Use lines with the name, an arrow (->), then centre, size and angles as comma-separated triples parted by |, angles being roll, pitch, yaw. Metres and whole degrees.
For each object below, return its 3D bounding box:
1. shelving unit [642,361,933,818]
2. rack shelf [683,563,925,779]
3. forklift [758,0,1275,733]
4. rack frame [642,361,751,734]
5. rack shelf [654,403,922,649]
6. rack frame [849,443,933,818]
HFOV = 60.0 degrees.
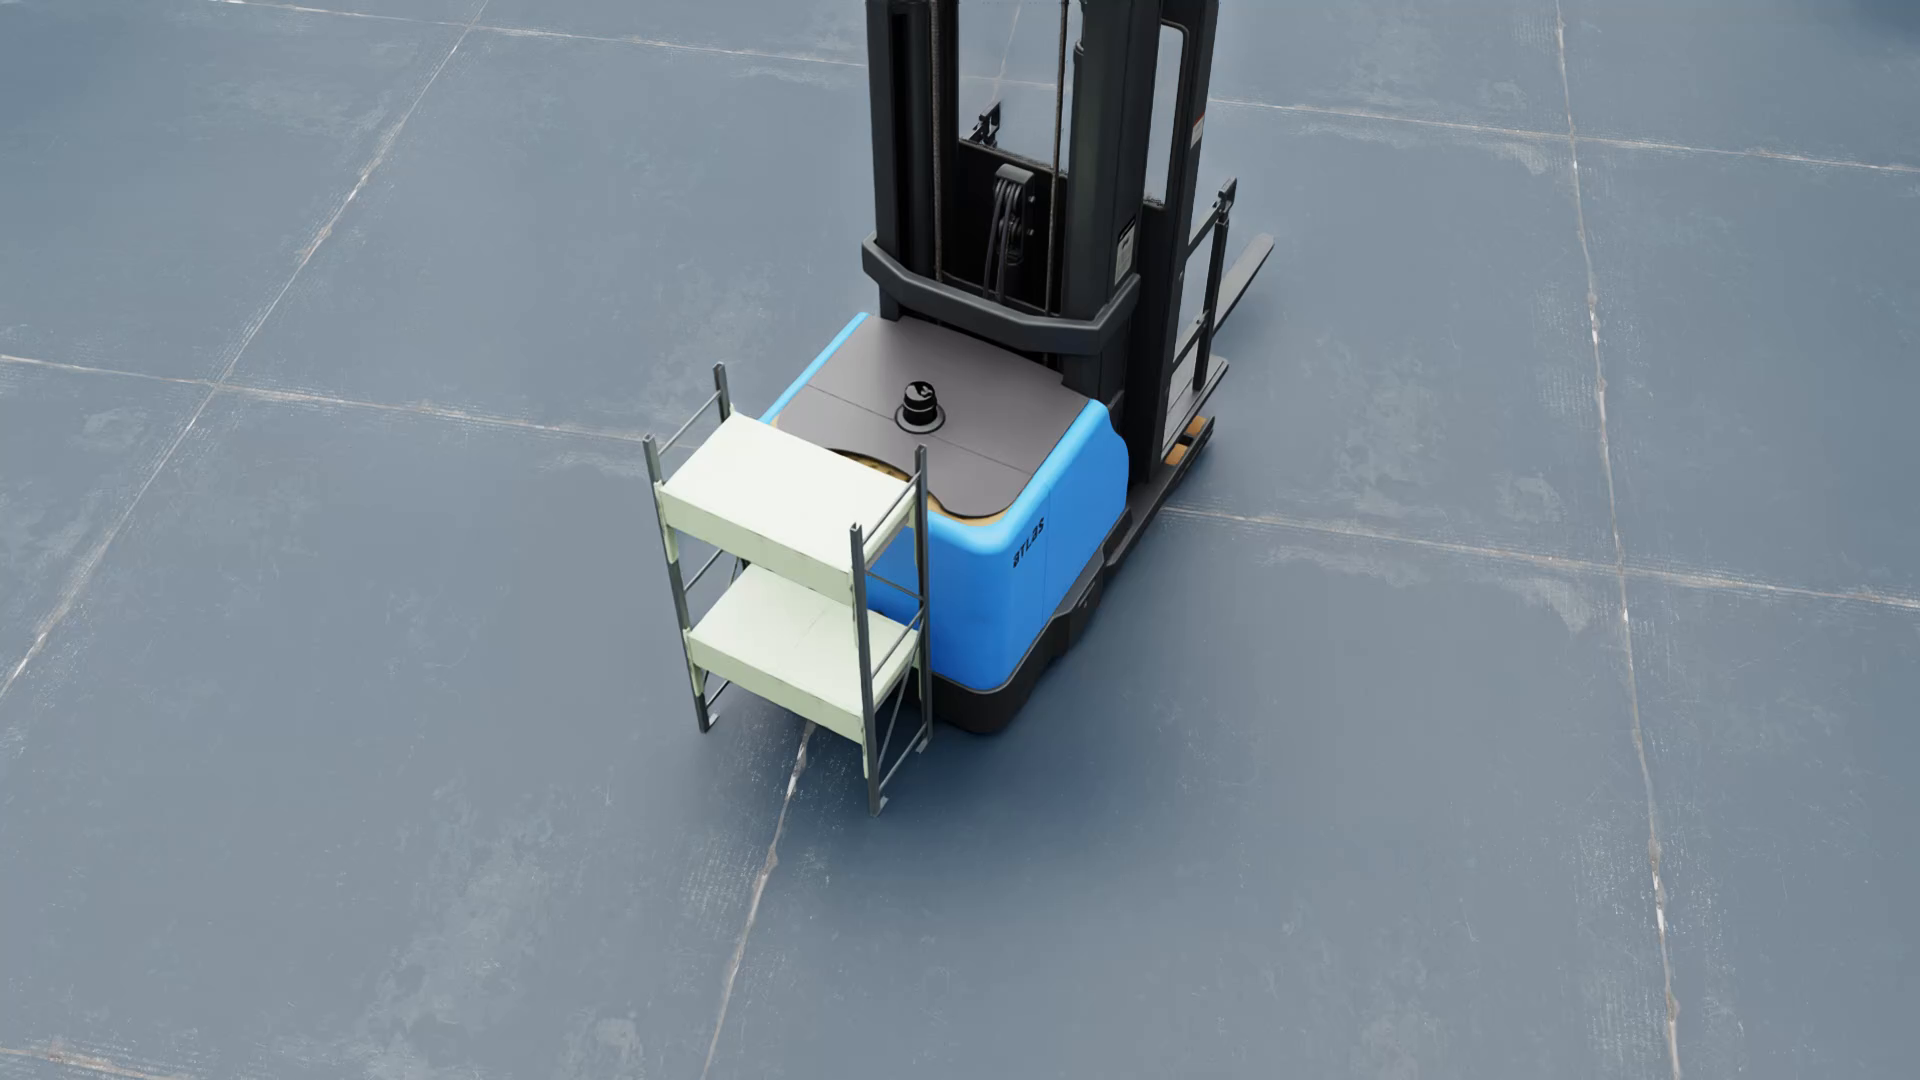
shelving unit -> -0.526, 0.209, 5.526 | 0.755, 1.500, 0.431 | 23, 52, 19
rack shelf -> -0.526, 0.427, 5.768 | 0.720, 0.370, 0.431 | 23, 52, 19
forklift -> 0.417, -1.377, 5.989 | 1.130, 2.935, 3.031 | 23, 52, 19
rack frame -> -0.844, 0.075, 5.647 | 0.023, 1.500, 0.400 | 23, 52, 19
rack shelf -> -0.526, -0.052, 5.235 | 0.720, 0.370, 0.431 | 23, 52, 19
rack frame -> -0.208, 0.344, 5.405 | 0.023, 1.500, 0.400 | 23, 52, 19
